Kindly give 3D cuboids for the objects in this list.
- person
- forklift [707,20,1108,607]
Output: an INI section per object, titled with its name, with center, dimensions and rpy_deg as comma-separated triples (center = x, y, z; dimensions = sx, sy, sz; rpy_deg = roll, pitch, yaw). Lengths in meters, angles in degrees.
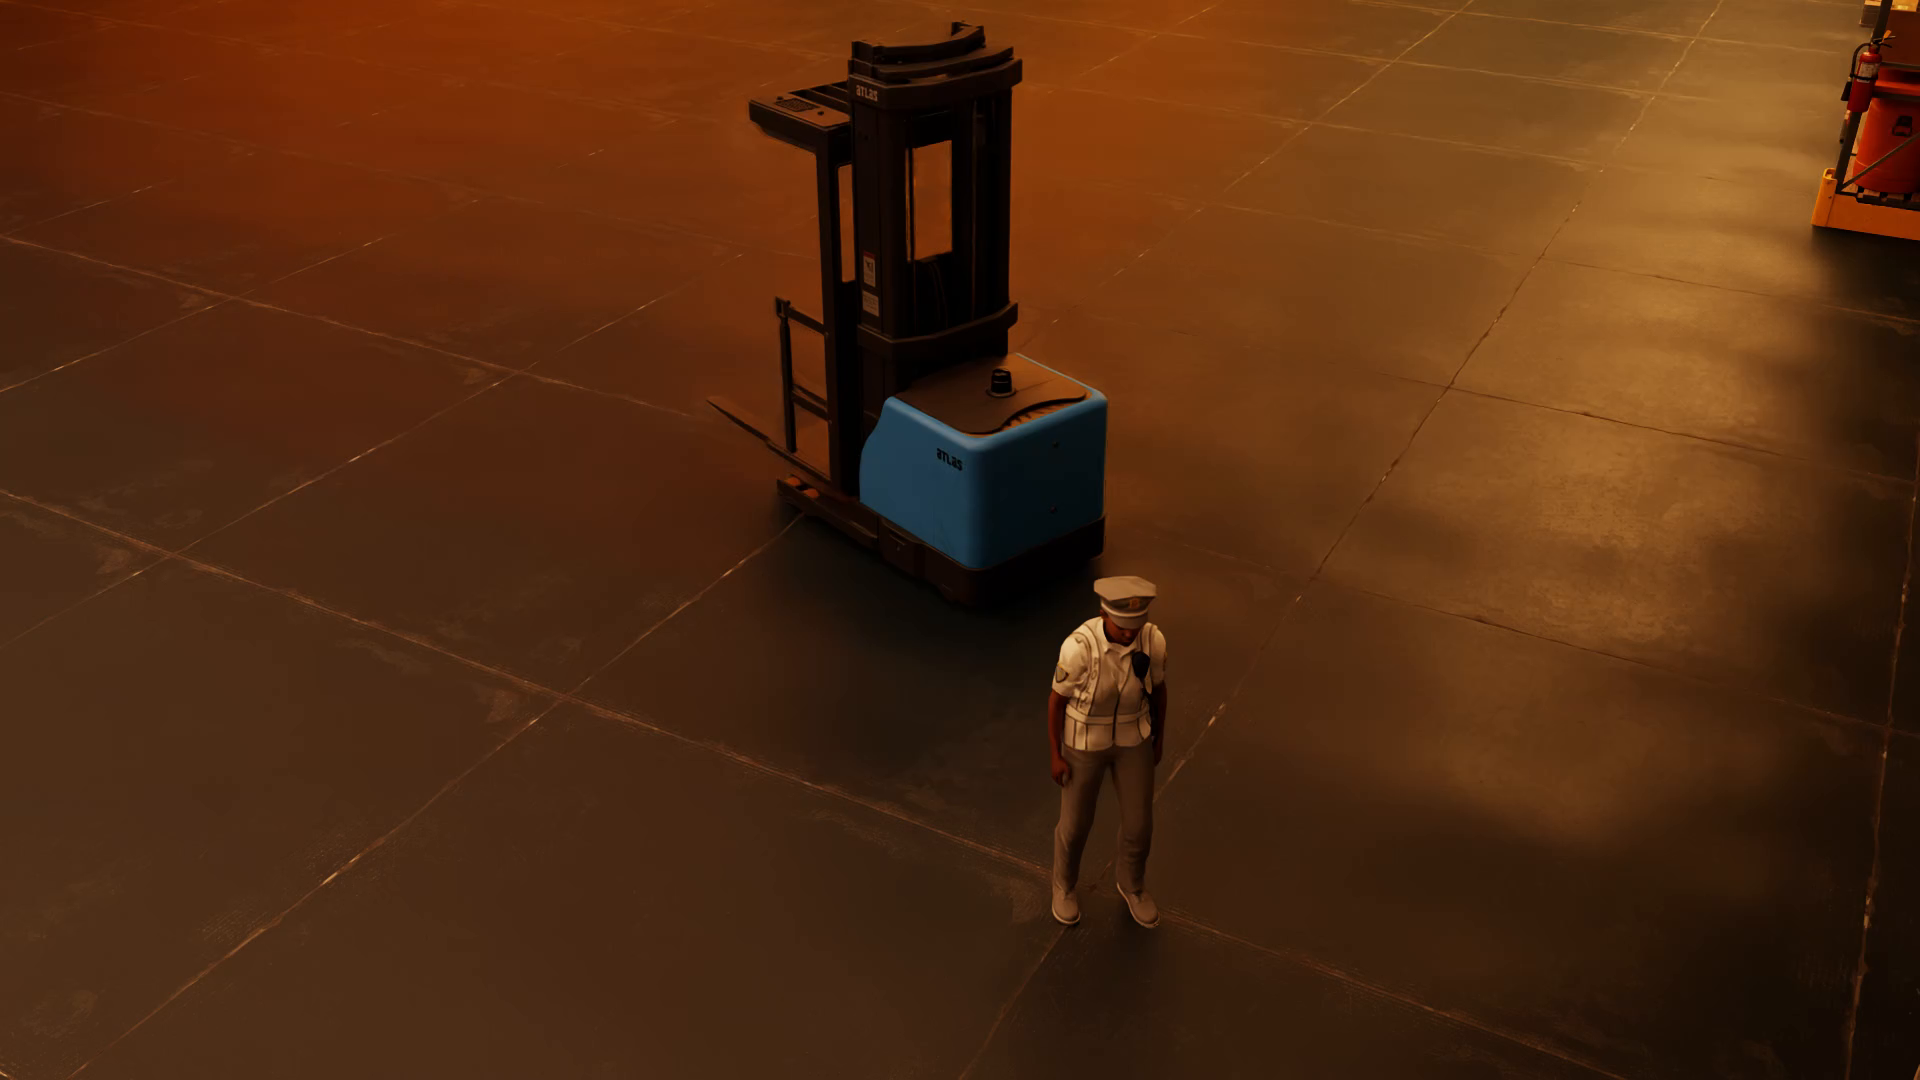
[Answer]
[person]
center = 0.613, 0.865, 6.861
dimensions = 0.505, 1.666, 0.405
rpy_deg = -5, 30, -9
[forklift]
center = -0.485, -1.562, 9.777
dimensions = 1.130, 2.935, 3.031
rpy_deg = -23, 37, -34
